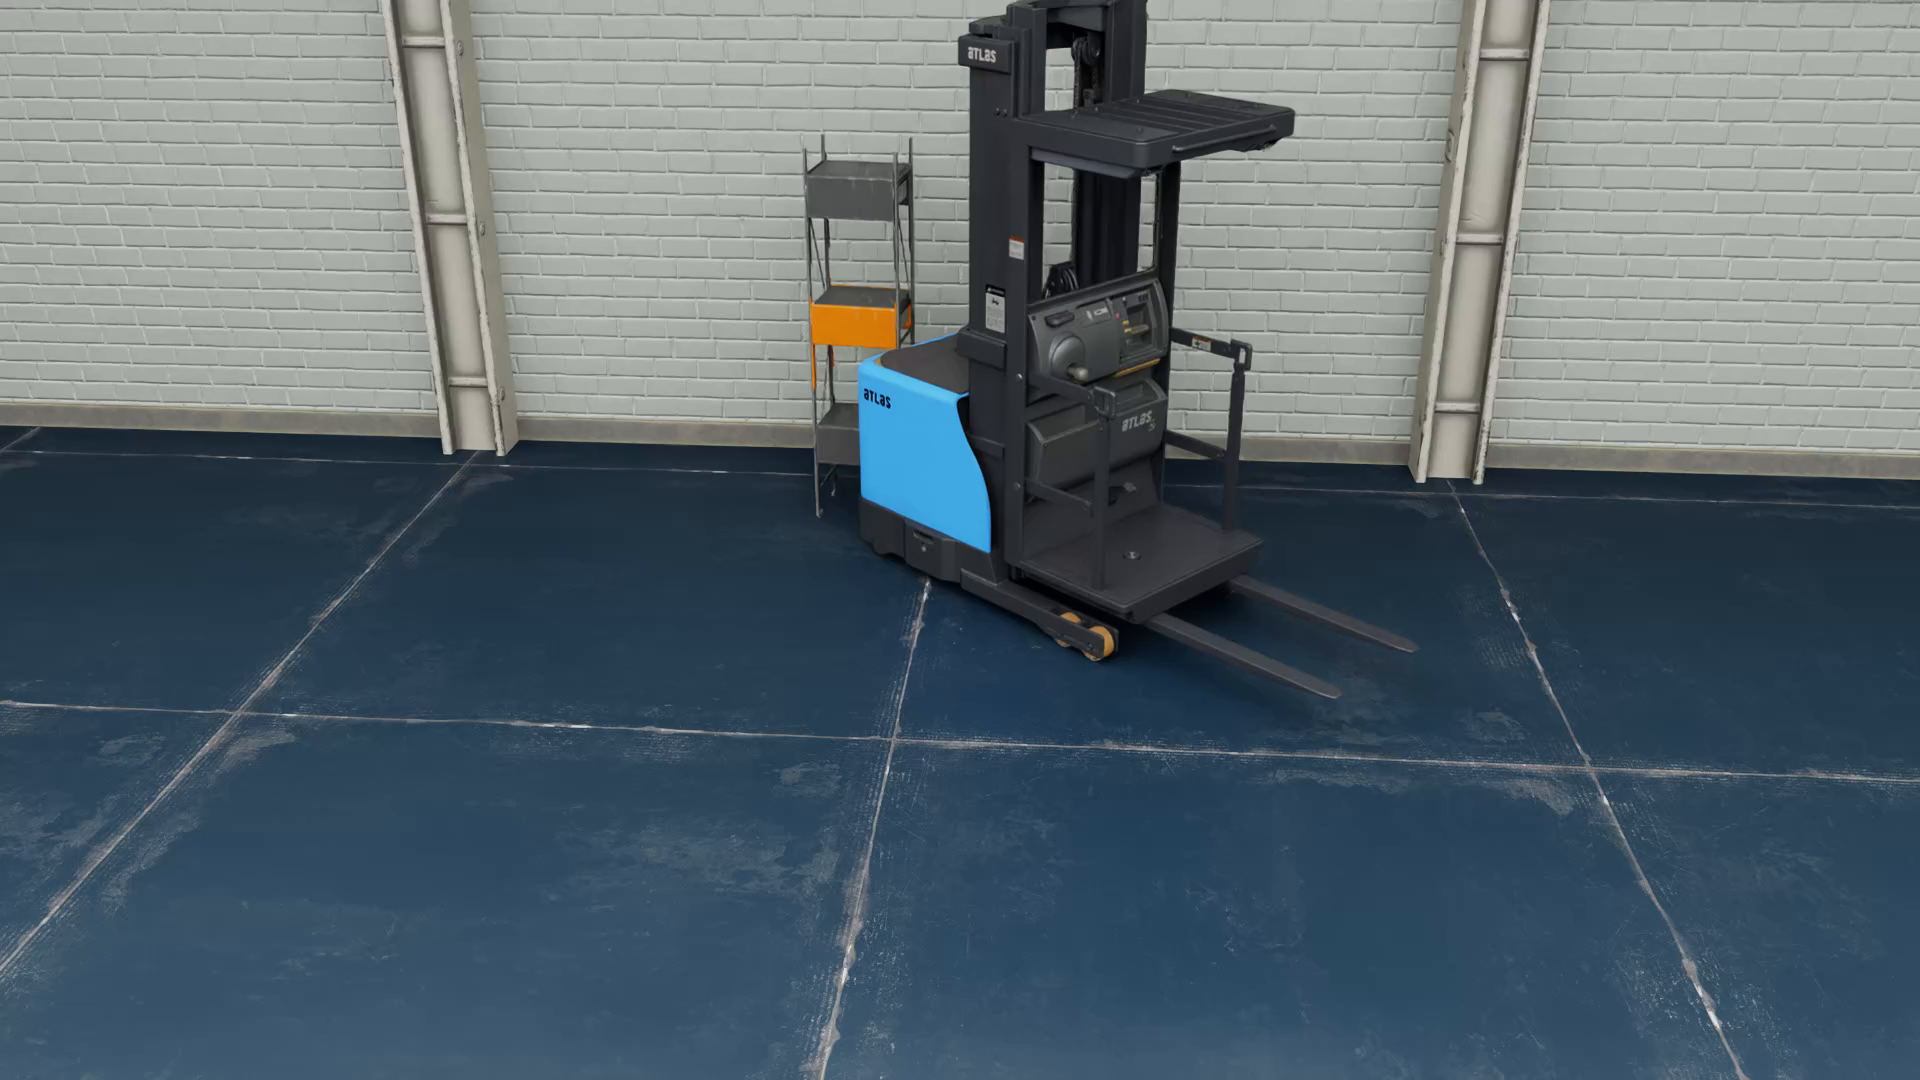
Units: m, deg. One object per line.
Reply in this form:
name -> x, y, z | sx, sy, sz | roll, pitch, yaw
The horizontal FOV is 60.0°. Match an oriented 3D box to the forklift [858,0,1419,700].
forklift -> 0.826, -0.993, 7.902 | 1.130, 2.935, 3.031 | -22, 32, -39

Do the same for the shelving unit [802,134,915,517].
shelving unit -> -0.538, -1.147, 9.231 | 0.503, 2.100, 0.431 | 5, 25, 10

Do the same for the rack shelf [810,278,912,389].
rack shelf -> -0.538, -1.134, 9.236 | 0.480, 0.518, 0.431 | 5, 25, 10

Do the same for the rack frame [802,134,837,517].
rack frame -> -0.777, -1.167, 9.274 | 0.015, 2.100, 0.400 | 5, 25, 10

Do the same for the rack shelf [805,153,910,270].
rack shelf -> -0.538, -1.770, 8.944 | 0.480, 0.518, 0.431 | 5, 25, 10

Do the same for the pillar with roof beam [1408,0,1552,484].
pillar with roof beam -> 2.622, -2.699, 4.350 | 0.400, 9.000, 9.100 | 2, 25, 4

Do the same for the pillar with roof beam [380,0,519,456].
pillar with roof beam -> -3.360, -2.891, 4.767 | 0.400, 9.000, 9.100 | 2, 25, 4

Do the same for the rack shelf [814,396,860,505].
rack shelf -> -0.538, -0.499, 9.529 | 0.480, 0.518, 0.431 | 5, 25, 10

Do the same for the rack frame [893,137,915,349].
rack frame -> -0.298, -1.127, 9.188 | 0.015, 2.100, 0.400 | 5, 25, 10
